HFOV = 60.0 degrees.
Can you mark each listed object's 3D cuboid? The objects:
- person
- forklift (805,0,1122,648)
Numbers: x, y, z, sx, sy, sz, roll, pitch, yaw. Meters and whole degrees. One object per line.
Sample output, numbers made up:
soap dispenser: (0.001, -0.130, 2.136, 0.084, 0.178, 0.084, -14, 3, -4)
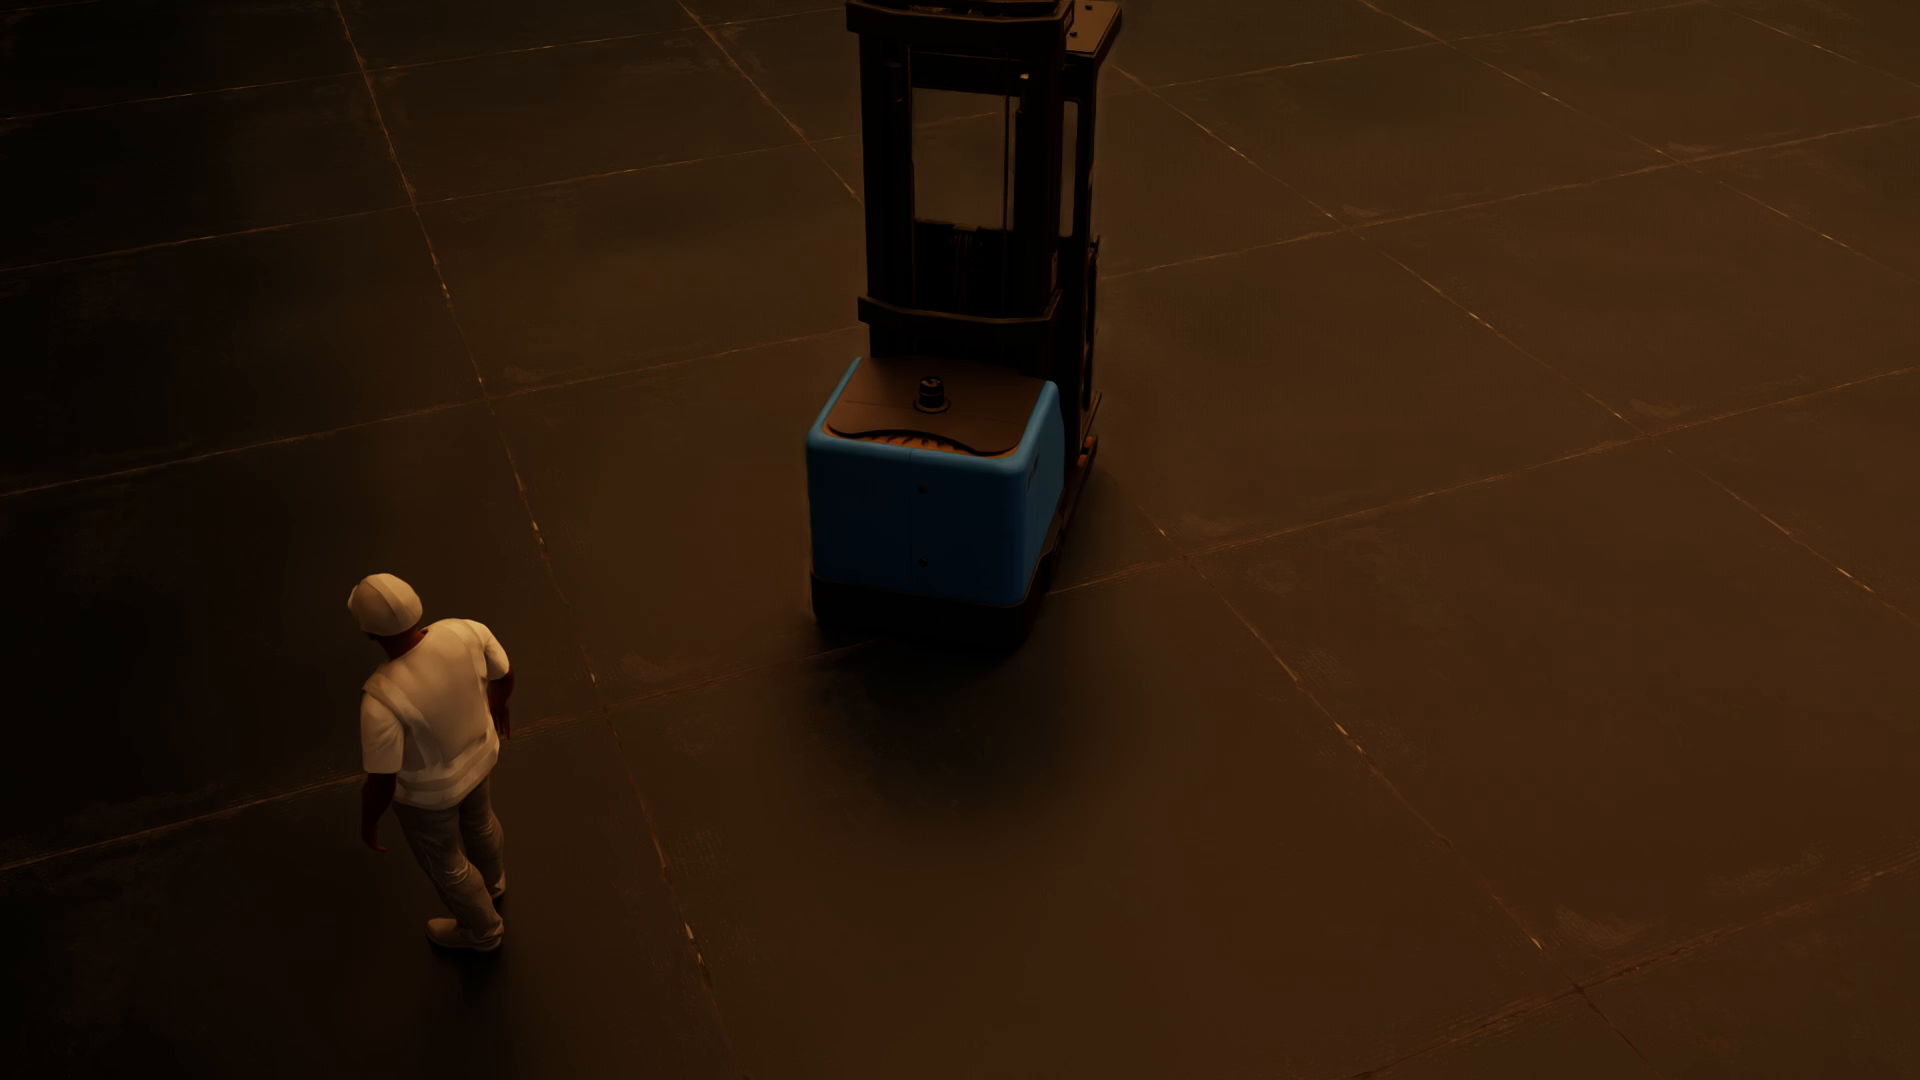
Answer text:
person: (-1.929, 0.794, 5.989, 0.557, 1.766, 0.733, 16, 38, 21)
forklift: (0.140, -1.540, 8.264, 1.130, 2.935, 3.031, 8, 36, 11)
